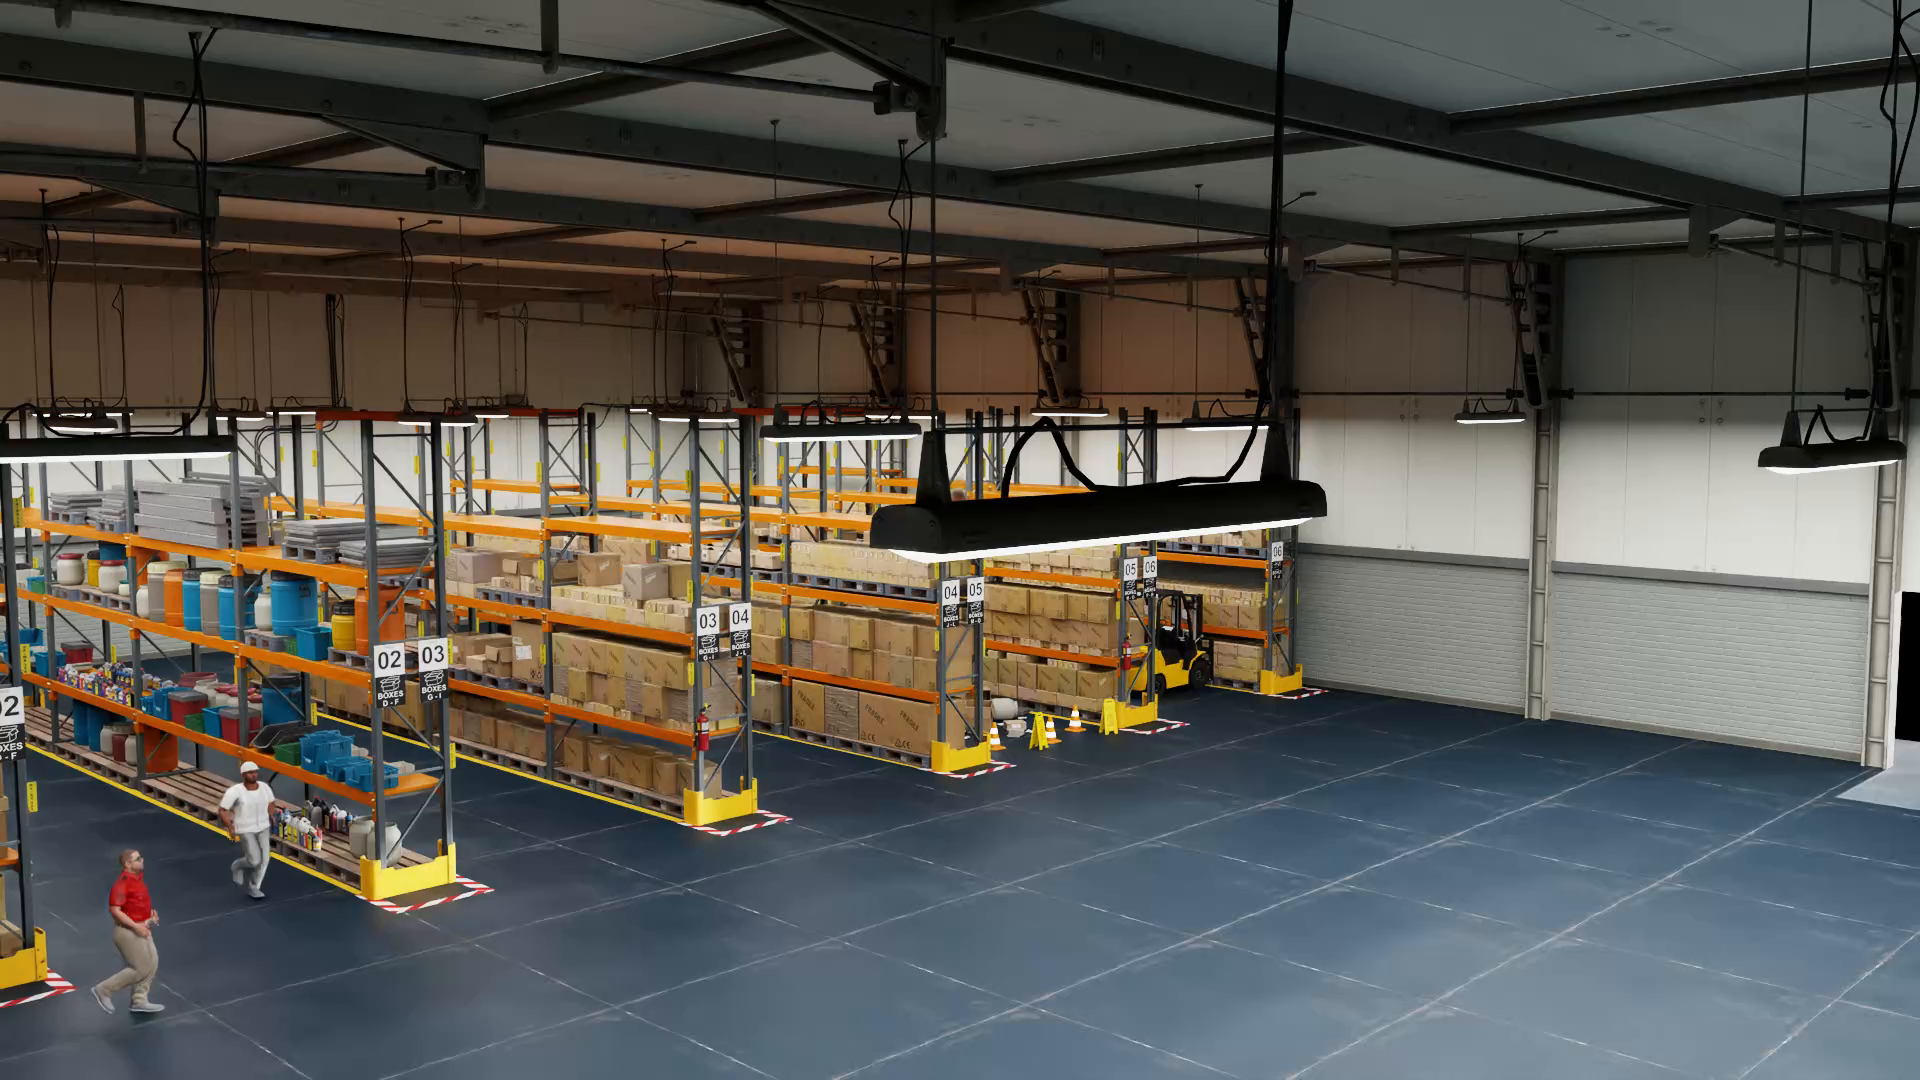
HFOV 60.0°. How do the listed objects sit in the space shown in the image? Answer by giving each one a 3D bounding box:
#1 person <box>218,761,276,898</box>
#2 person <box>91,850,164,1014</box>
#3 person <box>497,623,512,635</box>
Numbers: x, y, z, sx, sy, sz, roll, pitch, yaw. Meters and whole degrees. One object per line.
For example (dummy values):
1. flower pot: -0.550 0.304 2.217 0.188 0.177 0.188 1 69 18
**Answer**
1. person: -8.891 3.627 20.877 0.587 1.715 0.701 4 7 39
2. person: -8.489 3.994 16.932 0.642 1.707 0.686 -2 5 -17
3. person: -11.113 1.873 40.547 0.842 1.815 0.679 1 5 11
